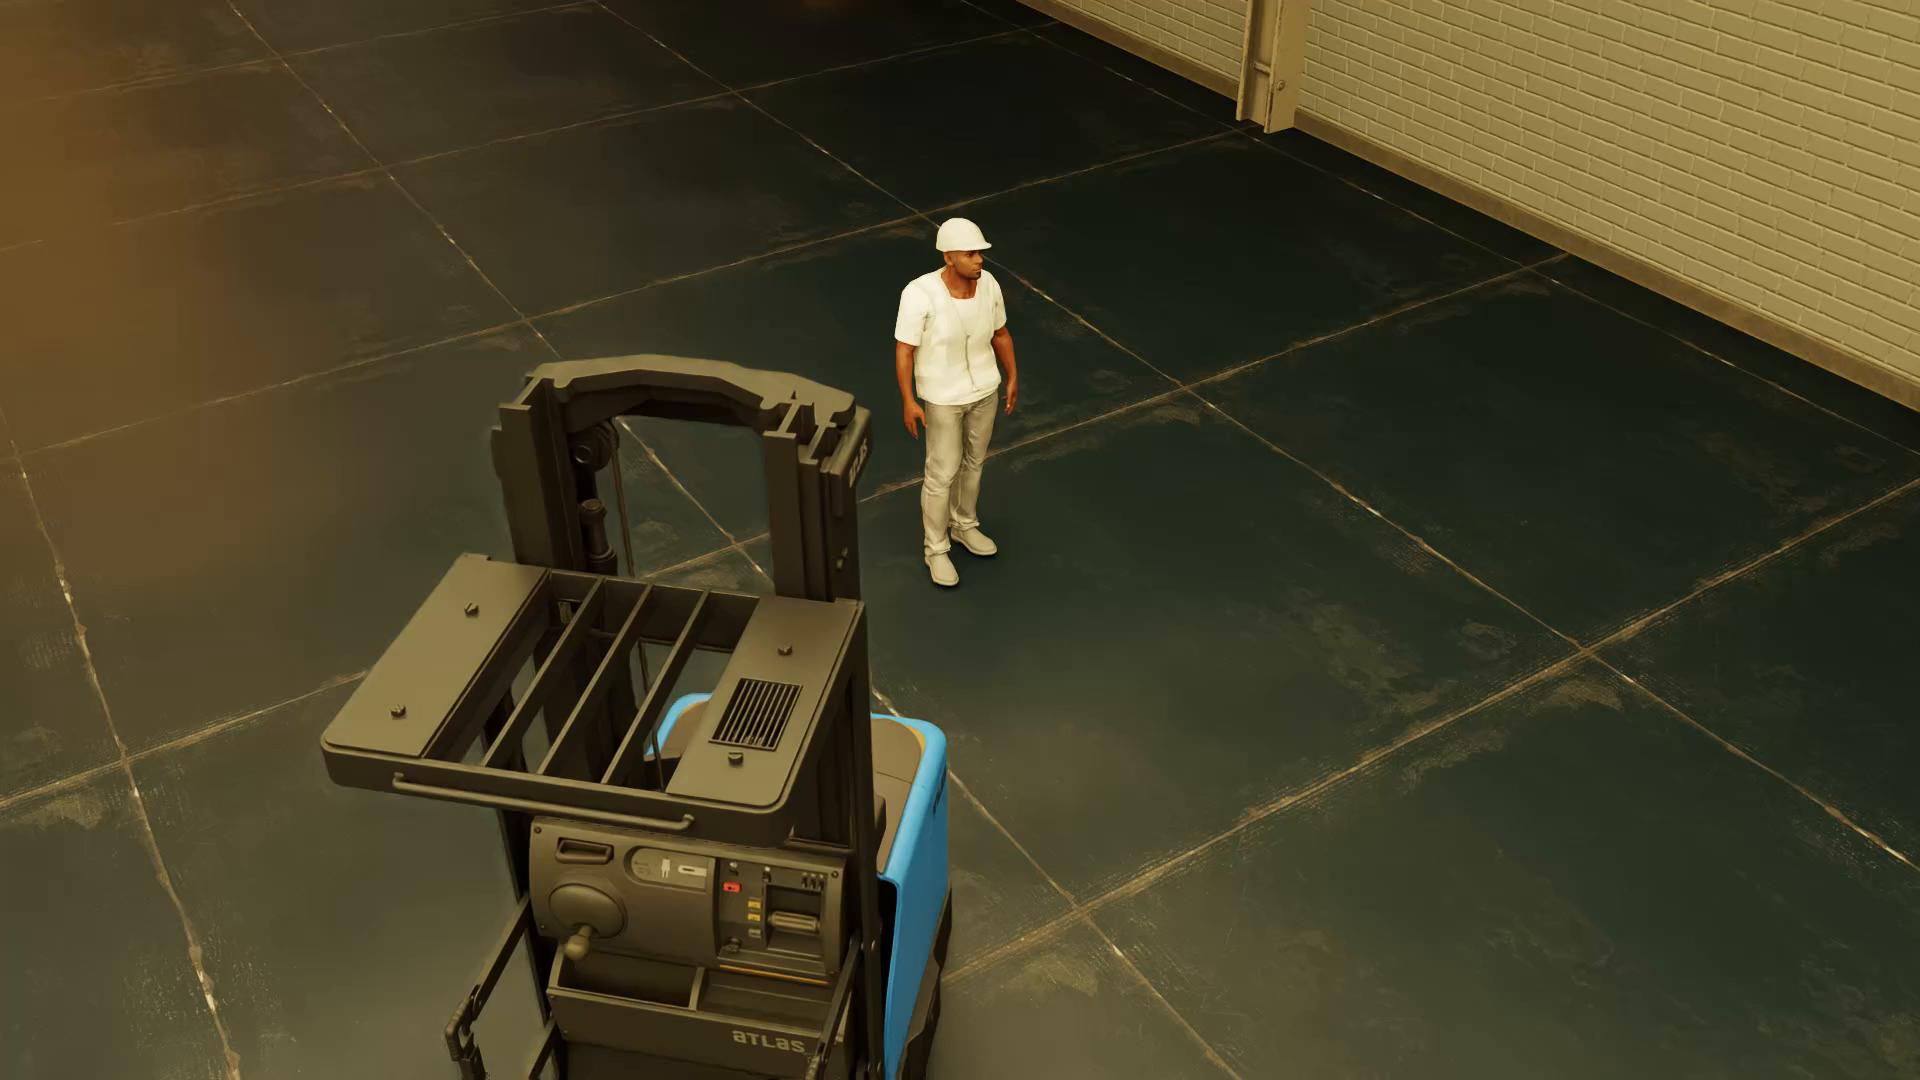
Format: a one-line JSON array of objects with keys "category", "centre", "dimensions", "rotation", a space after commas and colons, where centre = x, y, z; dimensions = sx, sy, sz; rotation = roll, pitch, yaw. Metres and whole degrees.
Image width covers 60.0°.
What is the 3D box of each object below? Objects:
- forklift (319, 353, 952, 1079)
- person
[{"category": "forklift", "centre": [-0.825, 1.103, 4.577], "dimensions": [1.130, 2.935, 3.031], "rotation": [7, 36, 9]}, {"category": "person", "centre": [0.033, -0.693, 8.135], "dimensions": [0.665, 1.768, 0.575], "rotation": [-21, 40, -27]}]
